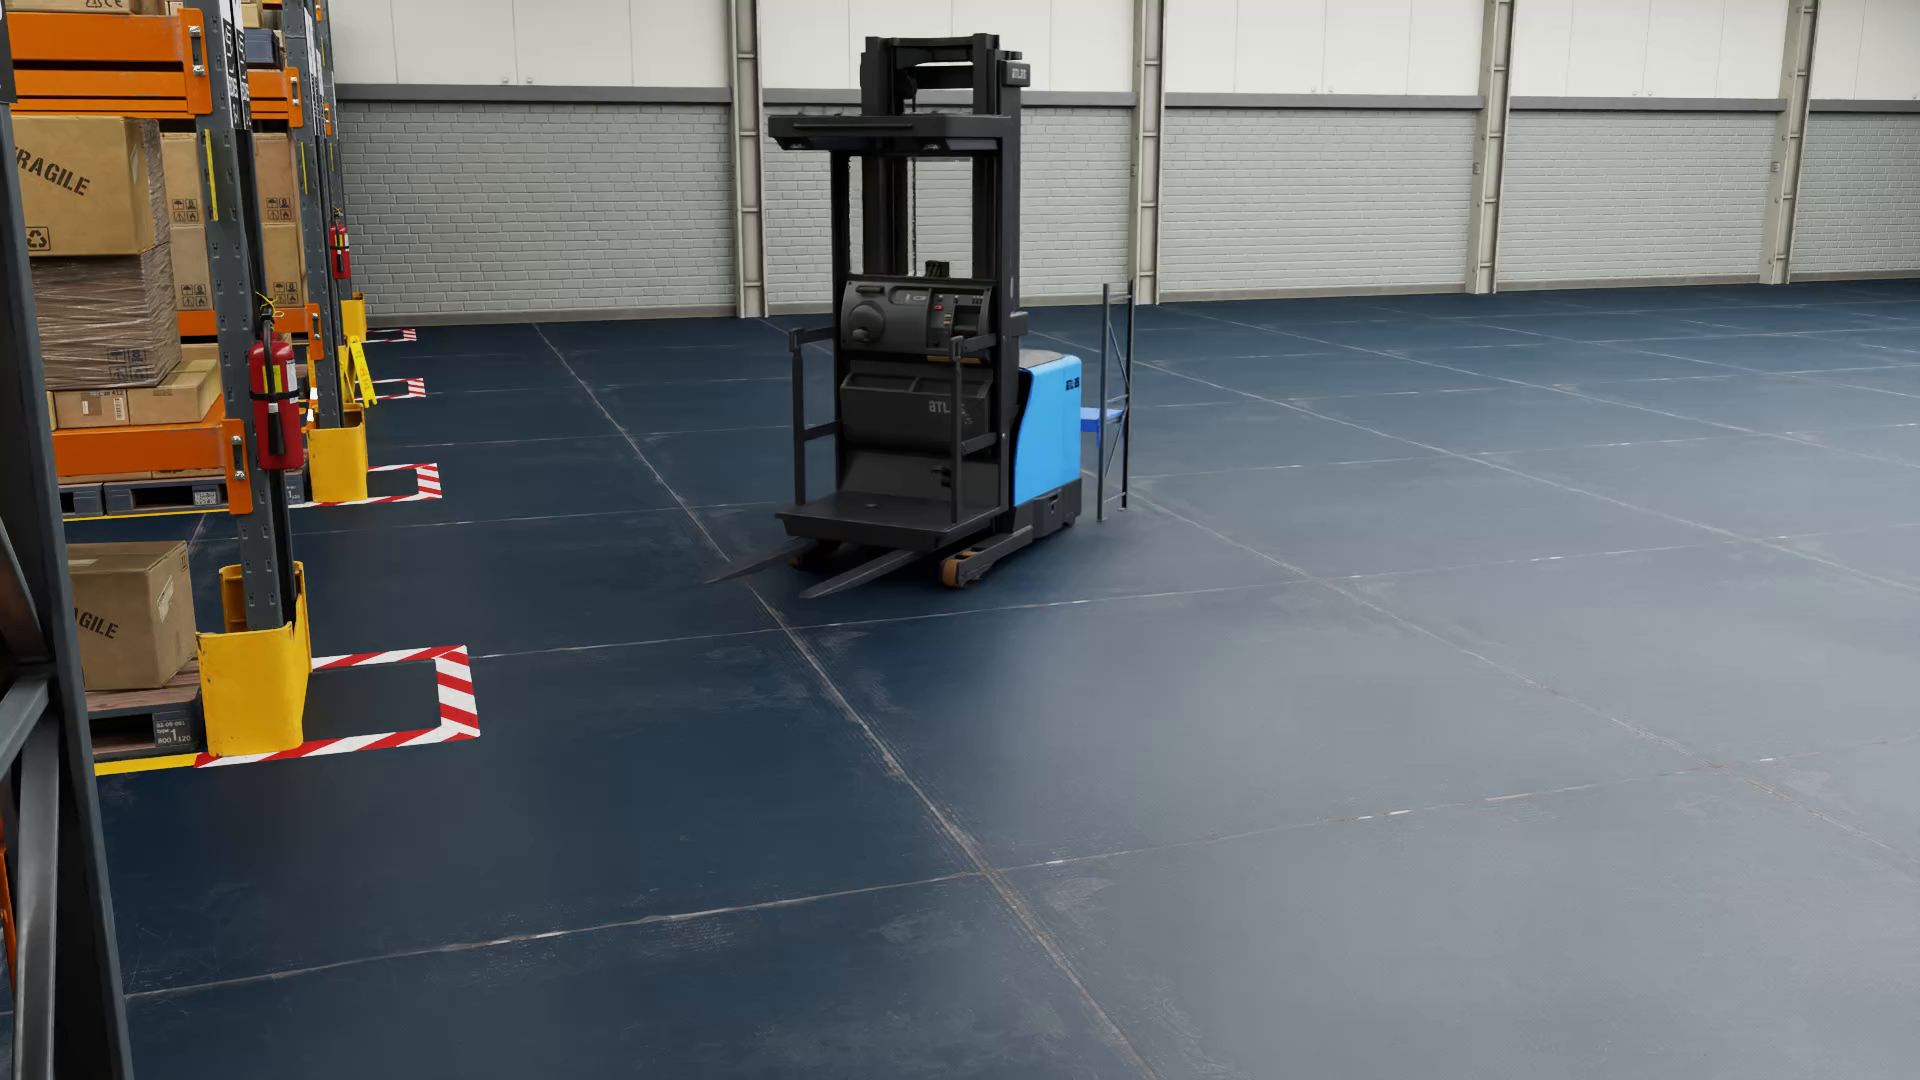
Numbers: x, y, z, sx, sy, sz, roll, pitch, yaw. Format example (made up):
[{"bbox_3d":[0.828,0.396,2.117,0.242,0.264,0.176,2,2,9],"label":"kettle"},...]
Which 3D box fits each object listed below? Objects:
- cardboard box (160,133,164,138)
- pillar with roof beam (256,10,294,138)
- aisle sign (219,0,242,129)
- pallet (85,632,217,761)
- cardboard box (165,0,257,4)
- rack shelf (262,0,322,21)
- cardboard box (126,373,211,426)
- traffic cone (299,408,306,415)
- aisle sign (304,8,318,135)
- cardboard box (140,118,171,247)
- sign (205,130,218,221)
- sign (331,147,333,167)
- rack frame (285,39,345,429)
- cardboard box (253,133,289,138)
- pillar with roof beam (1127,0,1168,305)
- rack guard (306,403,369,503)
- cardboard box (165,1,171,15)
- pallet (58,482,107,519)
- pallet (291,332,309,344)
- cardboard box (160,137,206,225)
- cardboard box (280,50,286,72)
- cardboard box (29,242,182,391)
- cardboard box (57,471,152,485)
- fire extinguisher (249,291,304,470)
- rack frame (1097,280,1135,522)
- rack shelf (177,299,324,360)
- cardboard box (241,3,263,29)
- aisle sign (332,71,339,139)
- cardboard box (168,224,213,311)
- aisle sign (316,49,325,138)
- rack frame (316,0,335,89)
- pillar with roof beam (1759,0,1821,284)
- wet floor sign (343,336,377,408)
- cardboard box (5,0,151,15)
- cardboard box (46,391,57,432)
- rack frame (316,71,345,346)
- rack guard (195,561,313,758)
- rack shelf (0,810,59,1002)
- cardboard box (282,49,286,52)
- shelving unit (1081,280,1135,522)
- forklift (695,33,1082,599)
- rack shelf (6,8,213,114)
[{"bbox_3d":[-7.414,-3.417,15.007,0.500,0.500,0.700,-5,14,-19],"label":"cardboard box"},{"bbox_3d":[-7.227,-6.128,16.459,0.400,9.000,9.100,-4,14,-18],"label":"pillar with roof beam"},{"bbox_3d":[-2.751,-1.949,6.236,0.004,0.787,0.394,-4,14,-18],"label":"aisle sign"},{"bbox_3d":[-3.759,0.669,6.874,1.213,0.211,1.003,-4,14,-18],"label":"pallet"},{"bbox_3d":[-4.767,-3.527,10.565,0.500,0.250,0.500,-4,14,-17],"label":"cardboard box"},{"bbox_3d":[-9.549,-6.234,19.322,4.000,0.370,1.077,-4,14,-18],"label":"rack shelf"},{"bbox_3d":[-3.110,-0.557,6.545,0.250,0.149,0.380,-4,14,-18],"label":"cardboard box"},{"bbox_3d":[-6.063,-1.370,14.902,0.334,0.463,0.336,-4,14,-18],"label":"traffic cone"},{"bbox_3d":[-4.229,-3.045,10.844,0.004,0.787,0.394,-4,14,-18],"label":"aisle sign"},{"bbox_3d":[-3.514,-1.444,6.713,0.500,0.500,0.500,-4,14,-18],"label":"cardboard box"},{"bbox_3d":[-2.748,-1.339,6.106,0.005,0.325,0.100,-4,14,-18],"label":"sign"},{"bbox_3d":[-7.493,-4.566,19.841,0.005,0.325,0.100,-4,14,-18],"label":"sign"},{"bbox_3d":[-4.392,-1.841,11.399,0.127,3.000,1.000,-4,14,-18],"label":"rack frame"},{"bbox_3d":[-6.481,-3.513,15.410,0.500,0.500,0.700,-5,14,-19],"label":"cardboard box"},{"bbox_3d":[4.146,-7.014,20.182,0.400,9.000,9.100,-4,14,-18],"label":"pillar with roof beam"},{"bbox_3d":[-4.369,-0.626,11.696,0.348,0.500,1.175,-4,14,-18],"label":"rack guard"},{"bbox_3d":[-5.081,-3.294,10.447,0.250,0.149,0.380,-4,14,-17],"label":"cardboard box"},{"bbox_3d":[-6.279,-0.319,11.026,1.213,0.211,1.003,-4,14,-18],"label":"pallet"},{"bbox_3d":[-8.364,-2.585,20.554,1.213,0.211,1.003,-4,14,-18],"label":"pallet"},{"bbox_3d":[-5.248,-2.359,10.921,0.550,0.550,0.875,-4,14,-18],"label":"cardboard box"},{"bbox_3d":[-6.628,-4.471,15.657,0.500,0.250,0.500,-5,14,-19],"label":"cardboard box"},{"bbox_3d":[-3.436,-0.904,6.603,0.500,0.500,0.875,-4,14,-18],"label":"cardboard box"},{"bbox_3d":[-5.847,-0.881,11.050,0.875,0.875,0.875,-5,14,-19],"label":"cardboard box"},{"bbox_3d":[-2.650,-0.615,6.414,0.183,0.674,0.296,-4,14,-18],"label":"fire extinguisher"},{"bbox_3d":[1.000,-0.898,10.656,0.032,1.500,0.500,6,14,25],"label":"rack frame"},{"bbox_3d":[-6.287,-1.343,10.862,4.000,0.370,1.077,-4,14,-18],"label":"rack shelf"},{"bbox_3d":[-4.599,-3.332,10.605,0.250,0.149,0.380,-4,14,-18],"label":"cardboard box"},{"bbox_3d":[-7.497,-5.212,19.956,0.004,0.787,0.394,-4,14,-18],"label":"aisle sign"},{"bbox_3d":[-5.243,-1.831,11.034,0.550,0.550,0.875,-4,14,-18],"label":"cardboard box"},{"bbox_3d":[-5.915,-4.125,15.383,0.004,0.787,0.394,-4,14,-18],"label":"aisle sign"},{"bbox_3d":[-7.653,-6.926,19.813,0.127,3.000,1.000,-4,14,-18],"label":"rack frame"},{"bbox_3d":[15.519,-7.899,23.905,0.400,9.000,9.100,-4,14,-18],"label":"pillar with roof beam"},{"bbox_3d":[-5.545,-1.553,15.277,0.232,0.644,0.267,0,13,1],"label":"wet floor sign"},{"bbox_3d":[-3.282,-2.040,6.081,0.500,0.250,0.500,-4,14,-17],"label":"cardboard box"},{"bbox_3d":[-3.568,-0.509,6.342,0.250,0.149,0.380,-4,14,-18],"label":"cardboard box"},{"bbox_3d":[-6.066,-2.919,15.932,0.127,3.000,1.000,-4,14,-18],"label":"rack frame"},{"bbox_3d":[-2.978,0.476,7.060,0.348,0.500,1.175,-4,14,-18],"label":"rack guard"},{"bbox_3d":[-3.222,0.839,1.690,4.000,0.370,1.077,-4,14,-18],"label":"rack shelf"},{"bbox_3d":[-6.468,-4.662,15.599,0.250,0.149,0.380,-5,14,-18],"label":"cardboard box"},{"bbox_3d":[0.542,-0.949,10.869,1.048,1.500,0.538,6,14,25],"label":"shelving unit"},{"bbox_3d":[-0.343,-1.277,9.178,1.130,2.935,3.031,7,15,26],"label":"forklift"},{"bbox_3d":[-4.801,-1.707,5.910,4.000,0.370,1.077,-4,14,-18],"label":"rack shelf"}]
